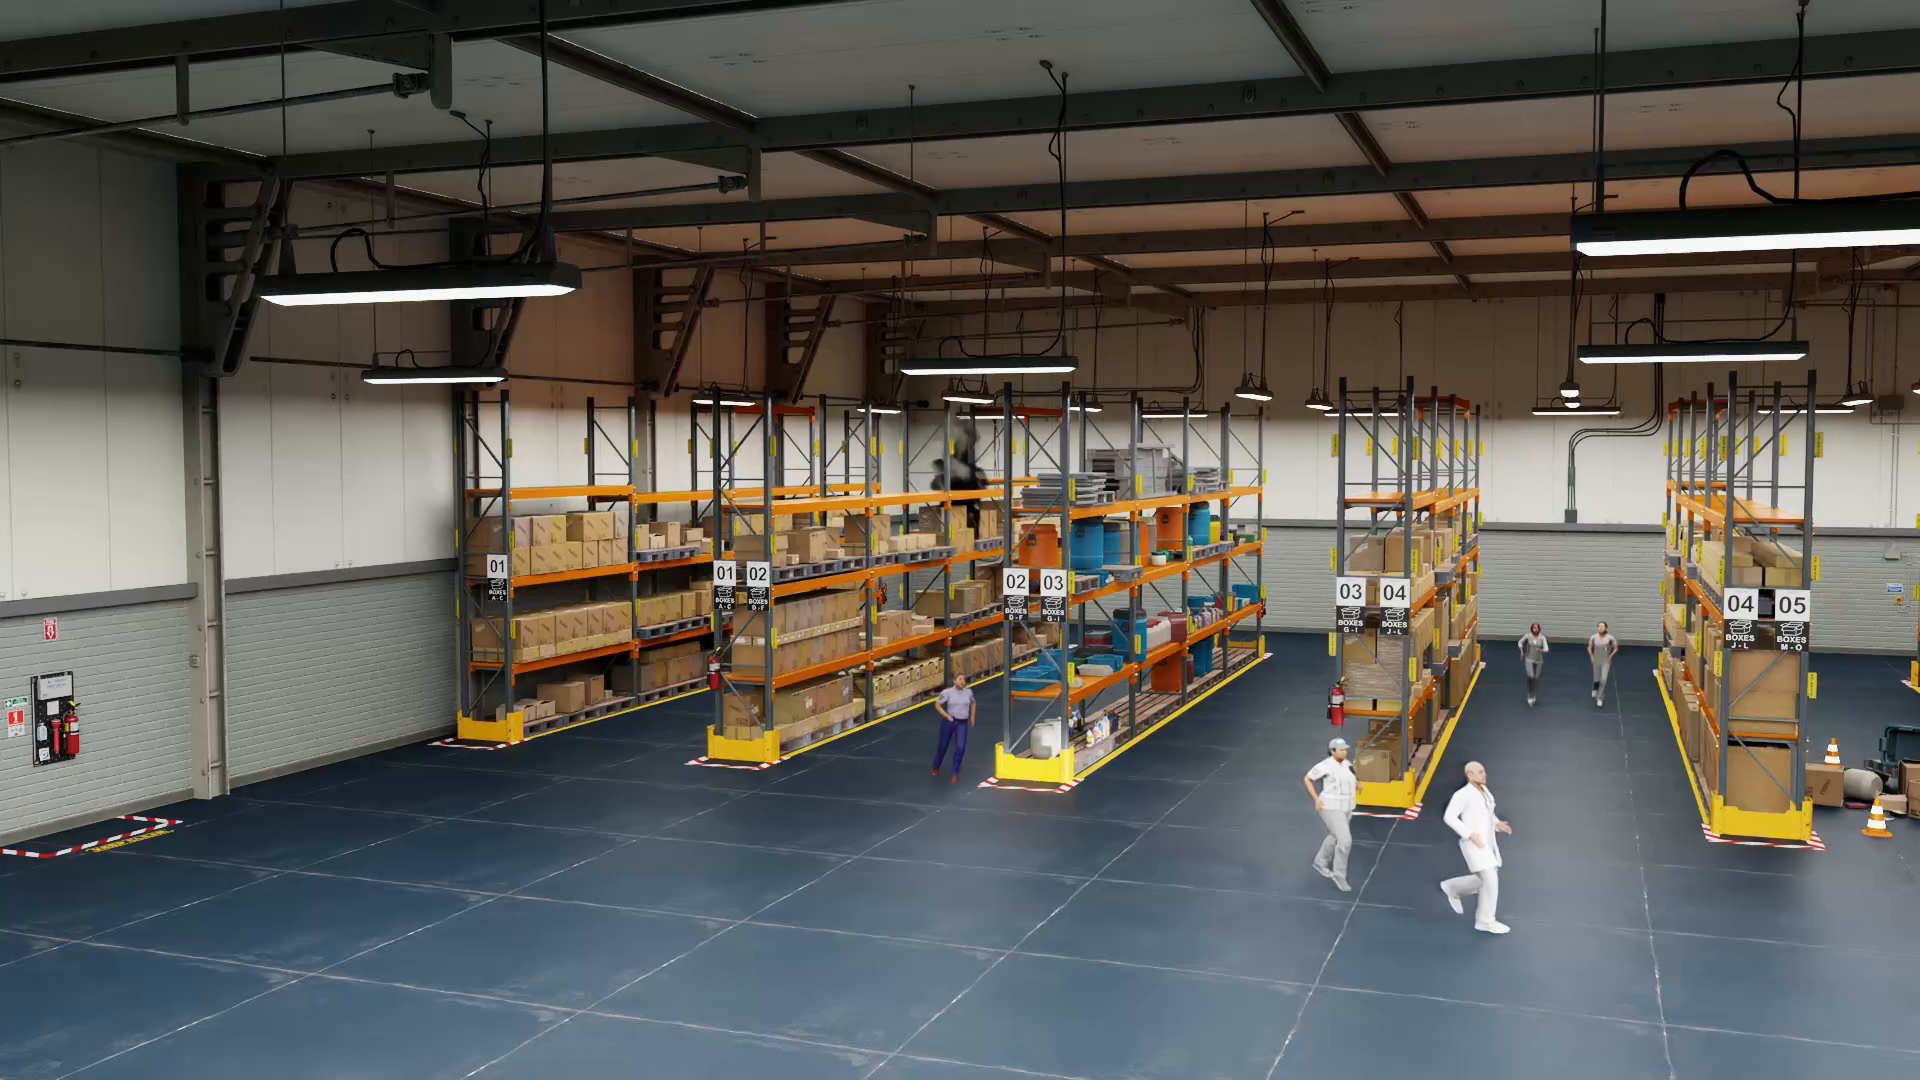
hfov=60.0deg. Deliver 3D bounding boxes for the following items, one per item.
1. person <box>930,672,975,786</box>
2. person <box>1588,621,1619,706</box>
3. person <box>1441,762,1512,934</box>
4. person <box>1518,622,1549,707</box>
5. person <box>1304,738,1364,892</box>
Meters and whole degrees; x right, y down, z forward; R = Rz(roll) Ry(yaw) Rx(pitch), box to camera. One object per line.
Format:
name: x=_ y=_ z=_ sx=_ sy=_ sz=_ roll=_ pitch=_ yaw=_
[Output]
person: x=-0.075 y=2.825 z=25.011 sx=0.700 sy=1.676 sz=0.745 roll=-1 pitch=3 yaw=-10
person: x=12.577 y=2.411 z=32.527 sx=0.561 sy=1.628 sz=0.611 roll=1 pitch=3 yaw=25
person: x=5.355 y=3.176 z=17.329 sx=0.716 sy=1.736 sz=0.832 roll=-3 pitch=4 yaw=-44
person: x=11.186 y=2.384 z=32.417 sx=0.519 sy=1.577 sz=0.668 roll=0 pitch=3 yaw=8
person: x=4.308 y=3.128 z=19.054 sx=0.577 sy=1.732 sz=0.750 roll=-3 pitch=4 yaw=-40
